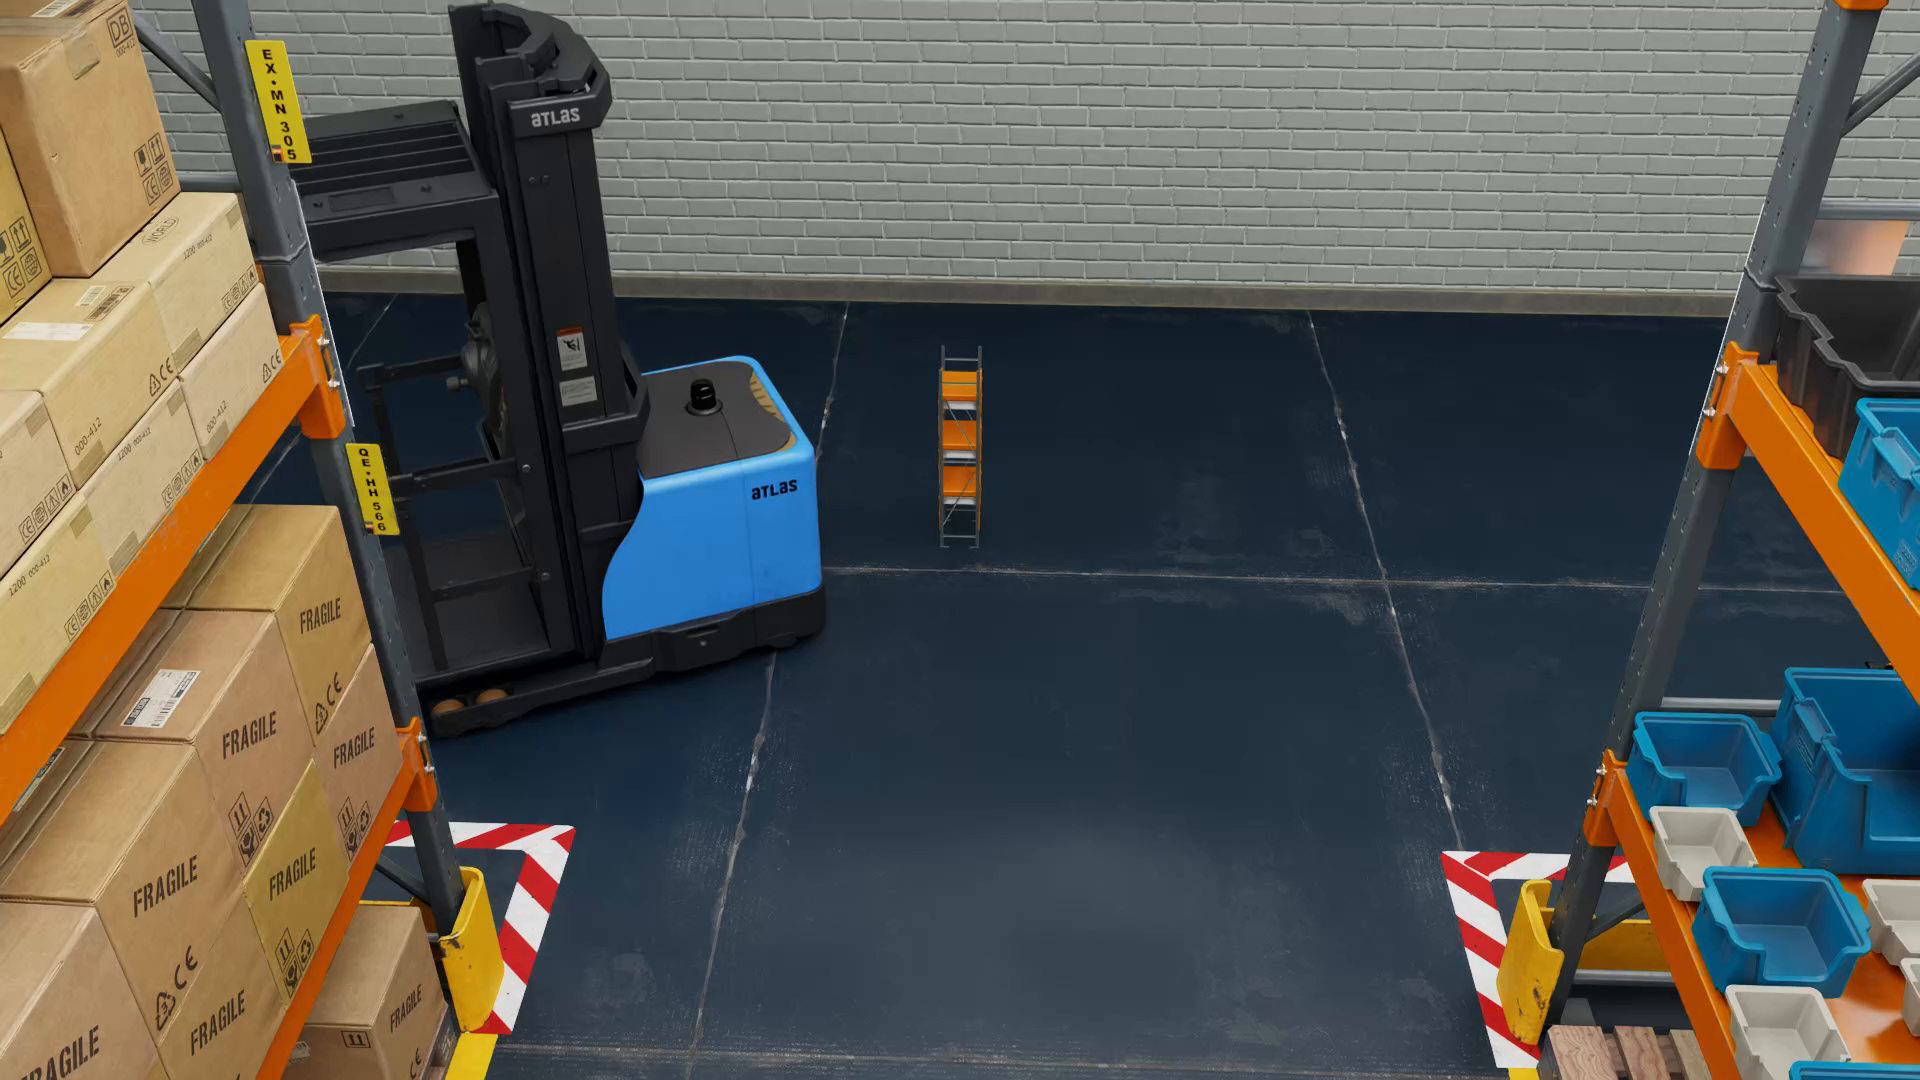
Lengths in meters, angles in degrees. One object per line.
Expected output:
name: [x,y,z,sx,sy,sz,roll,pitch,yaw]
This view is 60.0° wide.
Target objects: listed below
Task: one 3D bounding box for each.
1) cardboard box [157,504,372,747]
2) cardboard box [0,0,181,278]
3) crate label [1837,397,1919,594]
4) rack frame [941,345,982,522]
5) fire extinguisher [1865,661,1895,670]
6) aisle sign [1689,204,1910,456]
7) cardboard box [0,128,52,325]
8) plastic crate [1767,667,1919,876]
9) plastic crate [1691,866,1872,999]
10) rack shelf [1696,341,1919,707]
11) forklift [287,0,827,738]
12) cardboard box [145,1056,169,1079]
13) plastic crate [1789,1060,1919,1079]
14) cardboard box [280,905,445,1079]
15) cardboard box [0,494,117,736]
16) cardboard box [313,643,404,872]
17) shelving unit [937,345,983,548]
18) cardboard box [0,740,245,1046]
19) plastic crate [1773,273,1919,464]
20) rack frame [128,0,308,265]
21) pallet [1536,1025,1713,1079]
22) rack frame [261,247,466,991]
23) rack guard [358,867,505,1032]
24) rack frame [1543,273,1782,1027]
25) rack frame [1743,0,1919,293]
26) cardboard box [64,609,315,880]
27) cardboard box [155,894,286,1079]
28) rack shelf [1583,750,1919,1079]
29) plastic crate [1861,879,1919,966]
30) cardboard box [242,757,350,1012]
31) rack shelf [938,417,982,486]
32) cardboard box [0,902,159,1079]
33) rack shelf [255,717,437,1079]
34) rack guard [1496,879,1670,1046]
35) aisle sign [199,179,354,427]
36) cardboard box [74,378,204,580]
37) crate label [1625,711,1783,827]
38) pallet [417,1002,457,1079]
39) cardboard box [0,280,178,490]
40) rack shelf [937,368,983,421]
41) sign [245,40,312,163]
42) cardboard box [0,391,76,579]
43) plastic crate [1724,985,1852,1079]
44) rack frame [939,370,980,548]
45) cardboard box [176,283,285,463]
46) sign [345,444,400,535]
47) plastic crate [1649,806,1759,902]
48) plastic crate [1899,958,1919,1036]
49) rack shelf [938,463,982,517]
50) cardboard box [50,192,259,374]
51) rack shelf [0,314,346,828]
cardboard box: [-2.068,0.240,4.788,0.500,0.500,0.500,1,35,1]
cardboard box: [-2.329,-0.953,3.878,0.700,0.500,0.500,1,35,2]
crate label: [2.264,-0.099,3.748,0.408,0.251,0.502,1,35,2]
rack frame: [0.007,-0.530,8.537,0.200,1.050,0.008,1,35,2]
fire extinguisher: [3.084,0.653,5.550,0.296,0.674,0.183,1,35,2]
aisle sign: [2.330,-0.567,4.633,0.394,0.787,0.004,1,35,2]
cardboard box: [-2.434,-0.668,3.472,0.700,0.500,0.500,1,35,2]
plastic crate: [2.797,0.702,5.005,0.616,0.435,0.499,1,35,2]
plastic crate: [2.259,1.101,4.613,0.416,0.233,0.300,1,35,2]
rack shelf: [2.544,0.761,3.021,1.077,0.370,4.000,1,35,2]
forklift: [-2.208,-0.663,7.090,3.031,2.935,1.130,-13,37,-18]
cardboard box: [-2.134,1.525,3.830,0.500,0.500,0.500,1,35,1]
plastic crate: [2.232,1.479,4.075,0.416,0.233,0.300,1,35,2]
cardboard box: [-2.101,1.589,5.617,0.500,0.500,0.500,1,35,2]
cardboard box: [-2.120,0.138,3.412,0.500,0.250,0.500,1,35,2]
cardboard box: [-2.071,0.651,5.074,0.500,0.500,0.500,2,35,3]
shelving unit: [0.002,-0.460,8.438,0.215,1.050,0.252,1,35,2]
cardboard box: [-2.104,0.829,3.951,0.500,0.500,0.500,2,35,3]
plastic crate: [2.330,-0.414,4.181,0.497,0.269,0.590,1,35,2]
rack frame: [-2.325,-2.026,3.753,1.000,3.000,0.127,1,35,2]
pallet: [2.552,2.159,5.441,1.003,0.211,1.213,1,35,2]
rack frame: [-2.325,0.428,5.478,1.000,3.000,0.127,1,35,2]
rack guard: [-2.328,1.495,6.134,1.175,0.500,0.348,1,35,2]
rack frame: [2.624,0.545,5.312,1.000,3.000,0.127,1,35,2]
rack frame: [2.624,-1.910,3.587,1.000,3.000,0.127,1,35,2]
cardboard box: [-2.088,0.531,4.375,0.500,0.500,0.500,2,35,3]
cardboard box: [-2.114,1.236,4.242,0.500,0.500,0.500,2,35,2]
rack shelf: [2.544,1.988,3.884,1.077,0.370,4.000,1,35,2]
plastic crate: [2.772,1.101,4.698,0.396,0.136,0.243,1,35,2]
cardboard box: [-2.088,0.949,4.650,0.500,0.500,0.500,2,35,2]
rack shelf: [0.002,-0.452,8.444,0.215,0.259,0.240,1,35,2]
cardboard box: [-2.124,1.124,3.532,0.500,0.500,0.500,2,35,3]
rack shelf: [-2.405,1.872,4.049,1.077,0.370,4.000,1,35,2]
rack guard: [2.612,1.553,6.051,1.175,0.500,0.348,1,35,2]
aisle sign: [-2.016,-0.667,4.776,0.394,0.787,0.004,1,35,2]
cardboard box: [-2.113,-0.149,3.821,0.500,0.250,0.500,1,35,2]
crate label: [2.285,0.723,5.152,0.416,0.233,0.303,1,35,2]
pallet: [-2.359,2.071,5.566,1.003,0.211,1.213,1,35,2]
cardboard box: [-2.111,-0.354,3.677,0.500,0.250,0.500,1,35,2]
rack shelf: [0.002,-0.684,8.280,0.215,0.259,0.240,1,35,2]
sign: [-1.771,-1.137,4.326,0.100,0.325,0.005,1,35,2]
cardboard box: [-2.135,-0.067,3.269,0.500,0.250,0.500,1,35,2]
plastic crate: [2.162,1.334,4.365,0.250,0.136,0.298,1,35,2]
rack frame: [-0.003,-0.390,8.338,0.200,1.050,0.008,1,35,2]
cardboard box: [-2.082,-0.436,4.230,0.500,0.250,0.500,1,35,2]
sign: [-1.771,-0.150,5.019,0.100,0.325,0.005,1,35,2]
plastic crate: [2.190,0.945,4.920,0.250,0.136,0.298,1,35,2]
plastic crate: [2.746,1.267,4.461,0.396,0.136,0.243,1,35,2]
rack shelf: [0.002,-0.224,8.603,0.215,0.259,0.240,1,35,2]
cardboard box: [-2.091,-0.641,4.086,0.500,0.250,0.500,1,35,2]
rack shelf: [-2.405,0.644,3.187,1.077,0.370,4.000,1,35,2]
